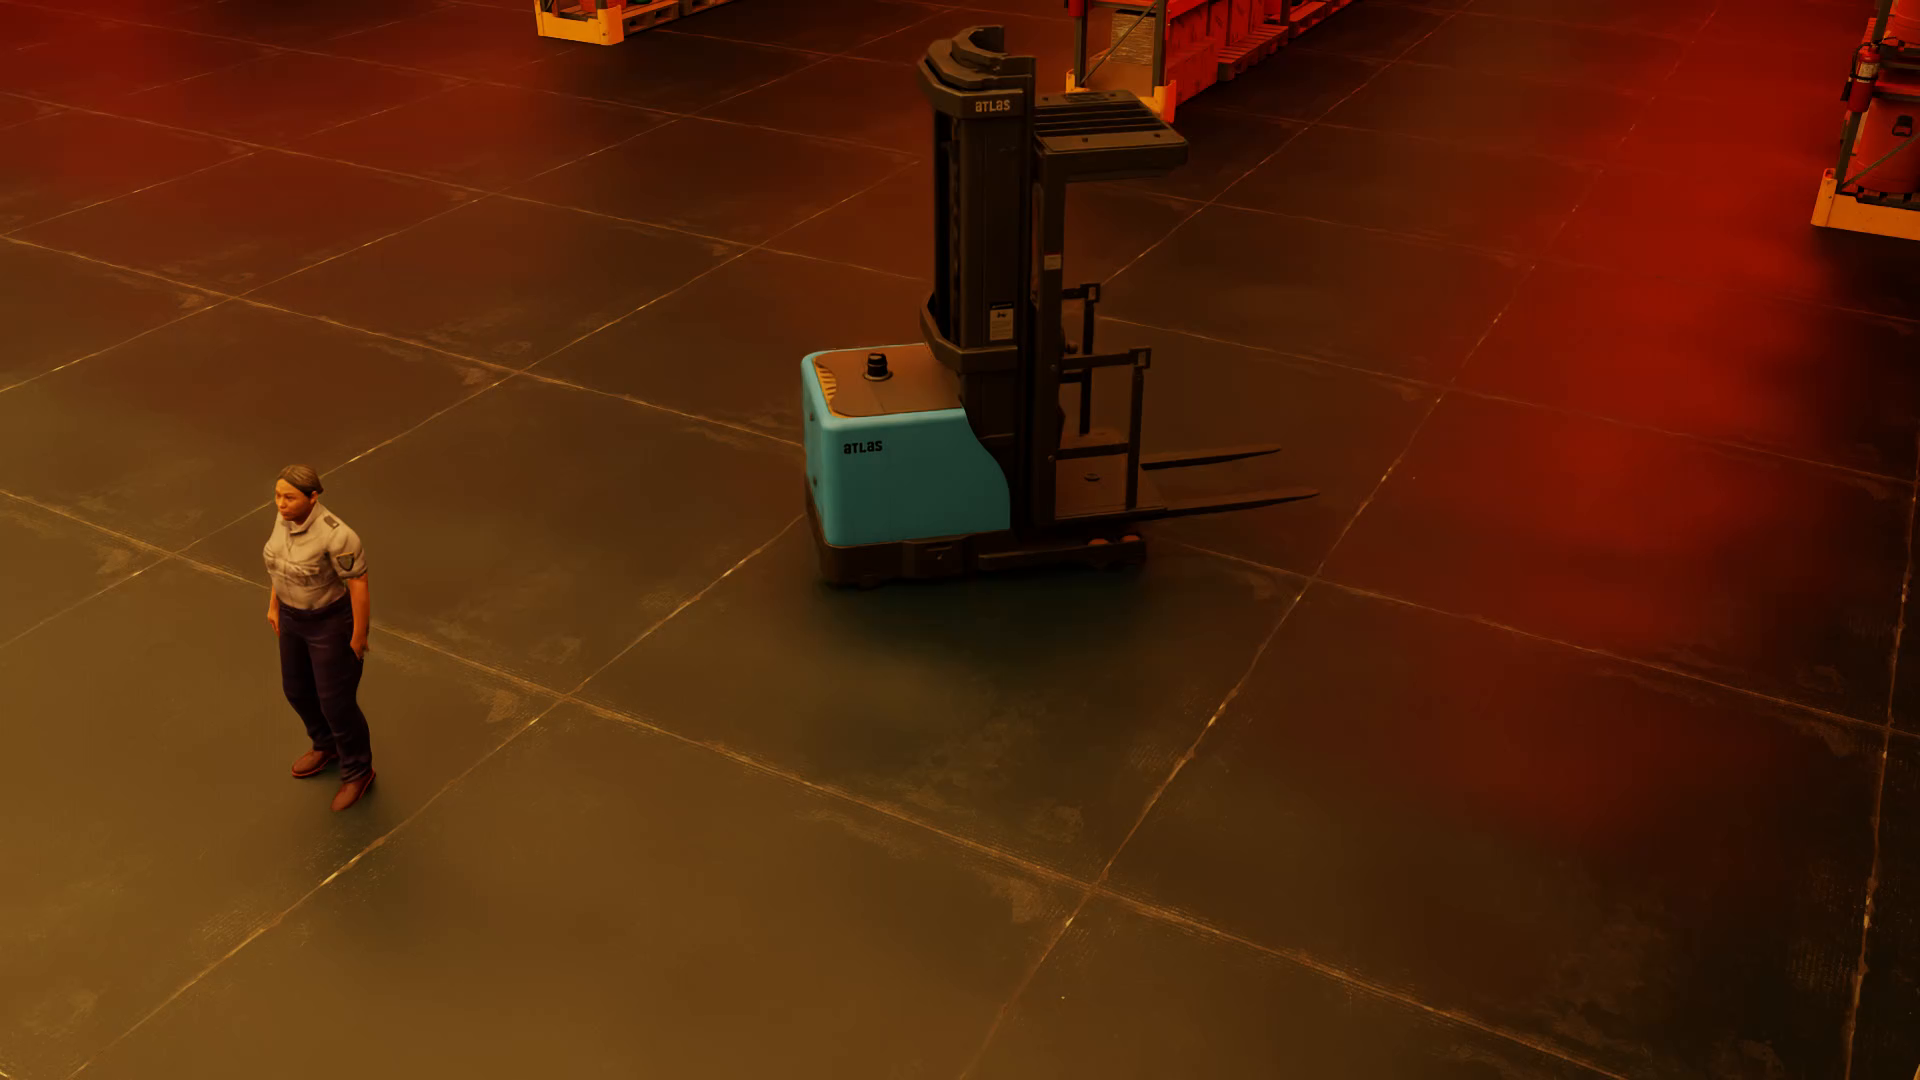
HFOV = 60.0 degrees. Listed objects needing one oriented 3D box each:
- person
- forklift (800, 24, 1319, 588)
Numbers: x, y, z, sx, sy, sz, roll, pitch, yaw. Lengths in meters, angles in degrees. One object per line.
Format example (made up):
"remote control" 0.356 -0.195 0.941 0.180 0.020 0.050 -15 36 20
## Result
"person" -2.981 0.428 7.646 0.555 1.676 0.458 17 34 27
"forklift" 0.623 -1.362 9.430 3.031 2.935 1.130 -6 31 -10
